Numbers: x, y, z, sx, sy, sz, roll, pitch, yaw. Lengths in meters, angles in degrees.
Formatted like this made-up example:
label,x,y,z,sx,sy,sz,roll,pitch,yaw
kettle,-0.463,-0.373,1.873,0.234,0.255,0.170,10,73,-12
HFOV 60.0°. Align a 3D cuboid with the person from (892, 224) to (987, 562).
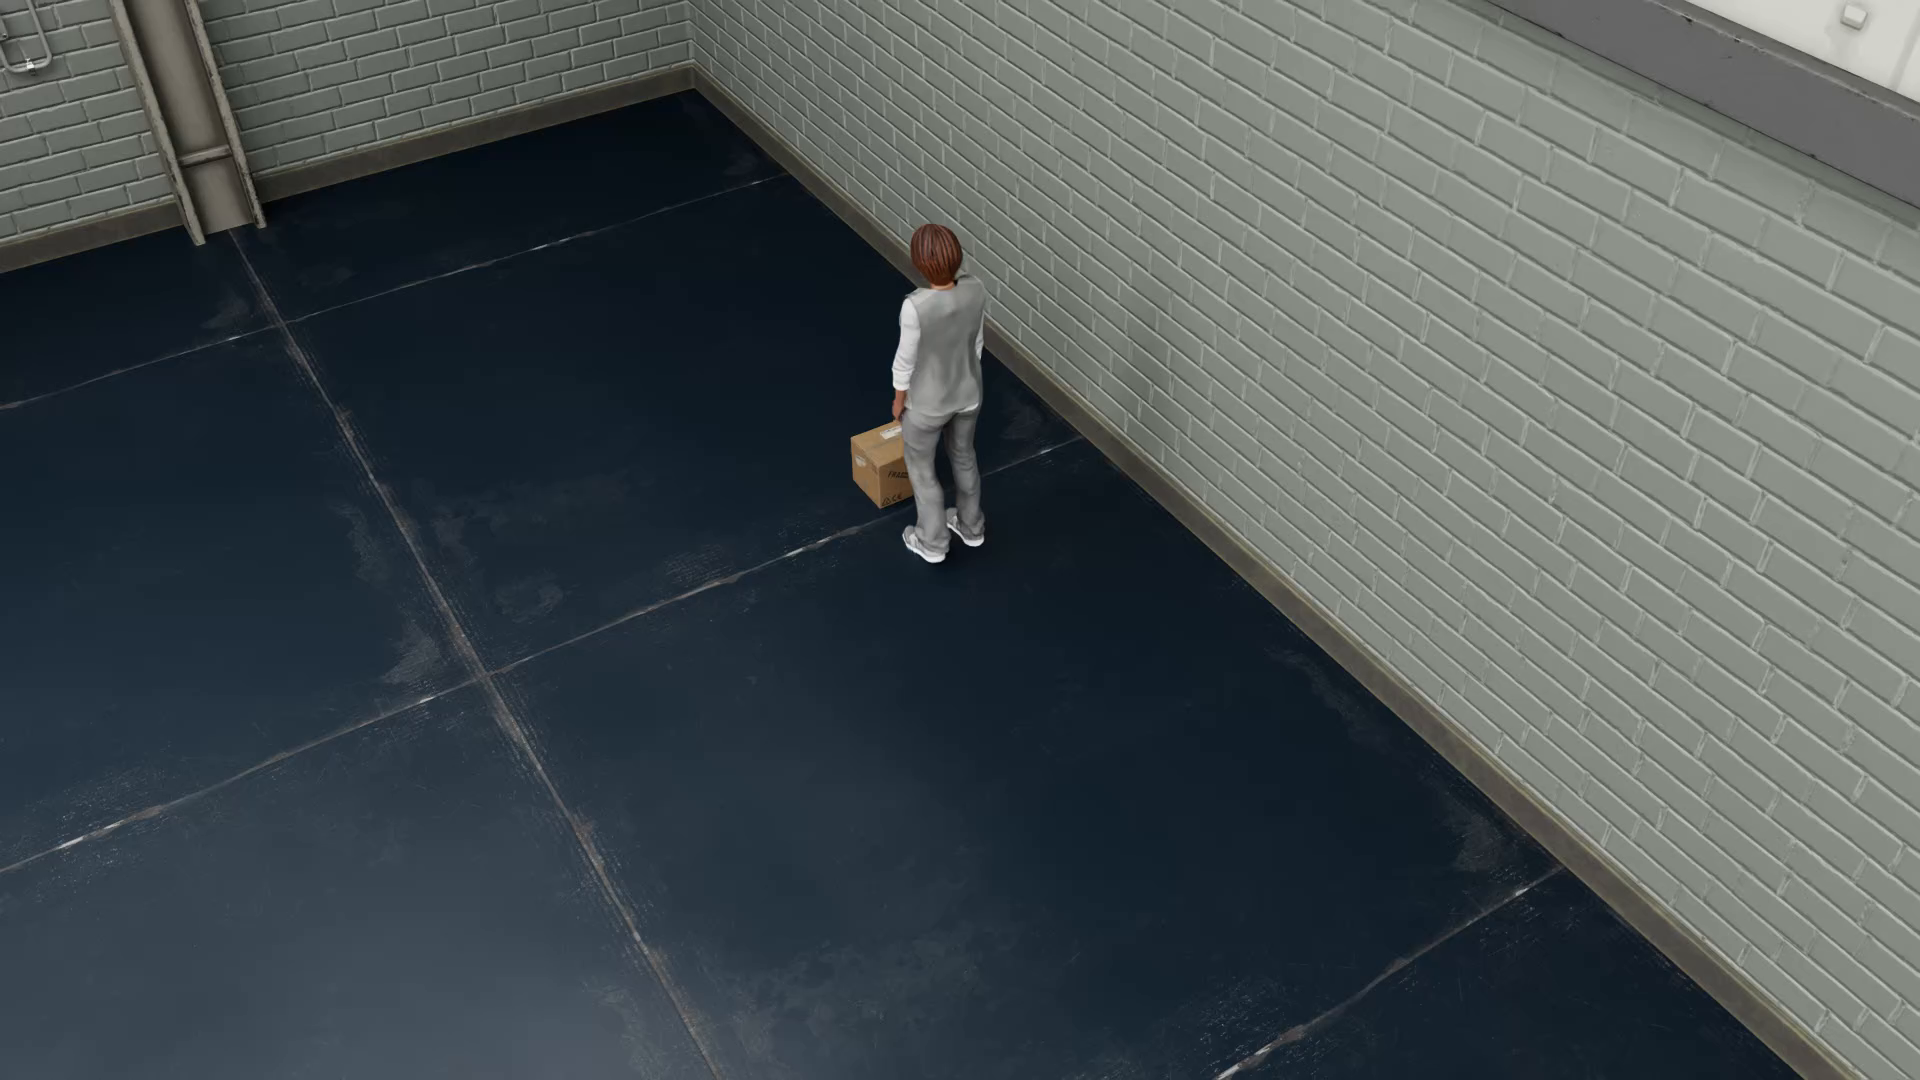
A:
label,x,y,z,sx,sy,sz,roll,pitch,yaw
person,-0.089,-0.574,6.836,0.407,1.588,0.299,-22,46,-23
